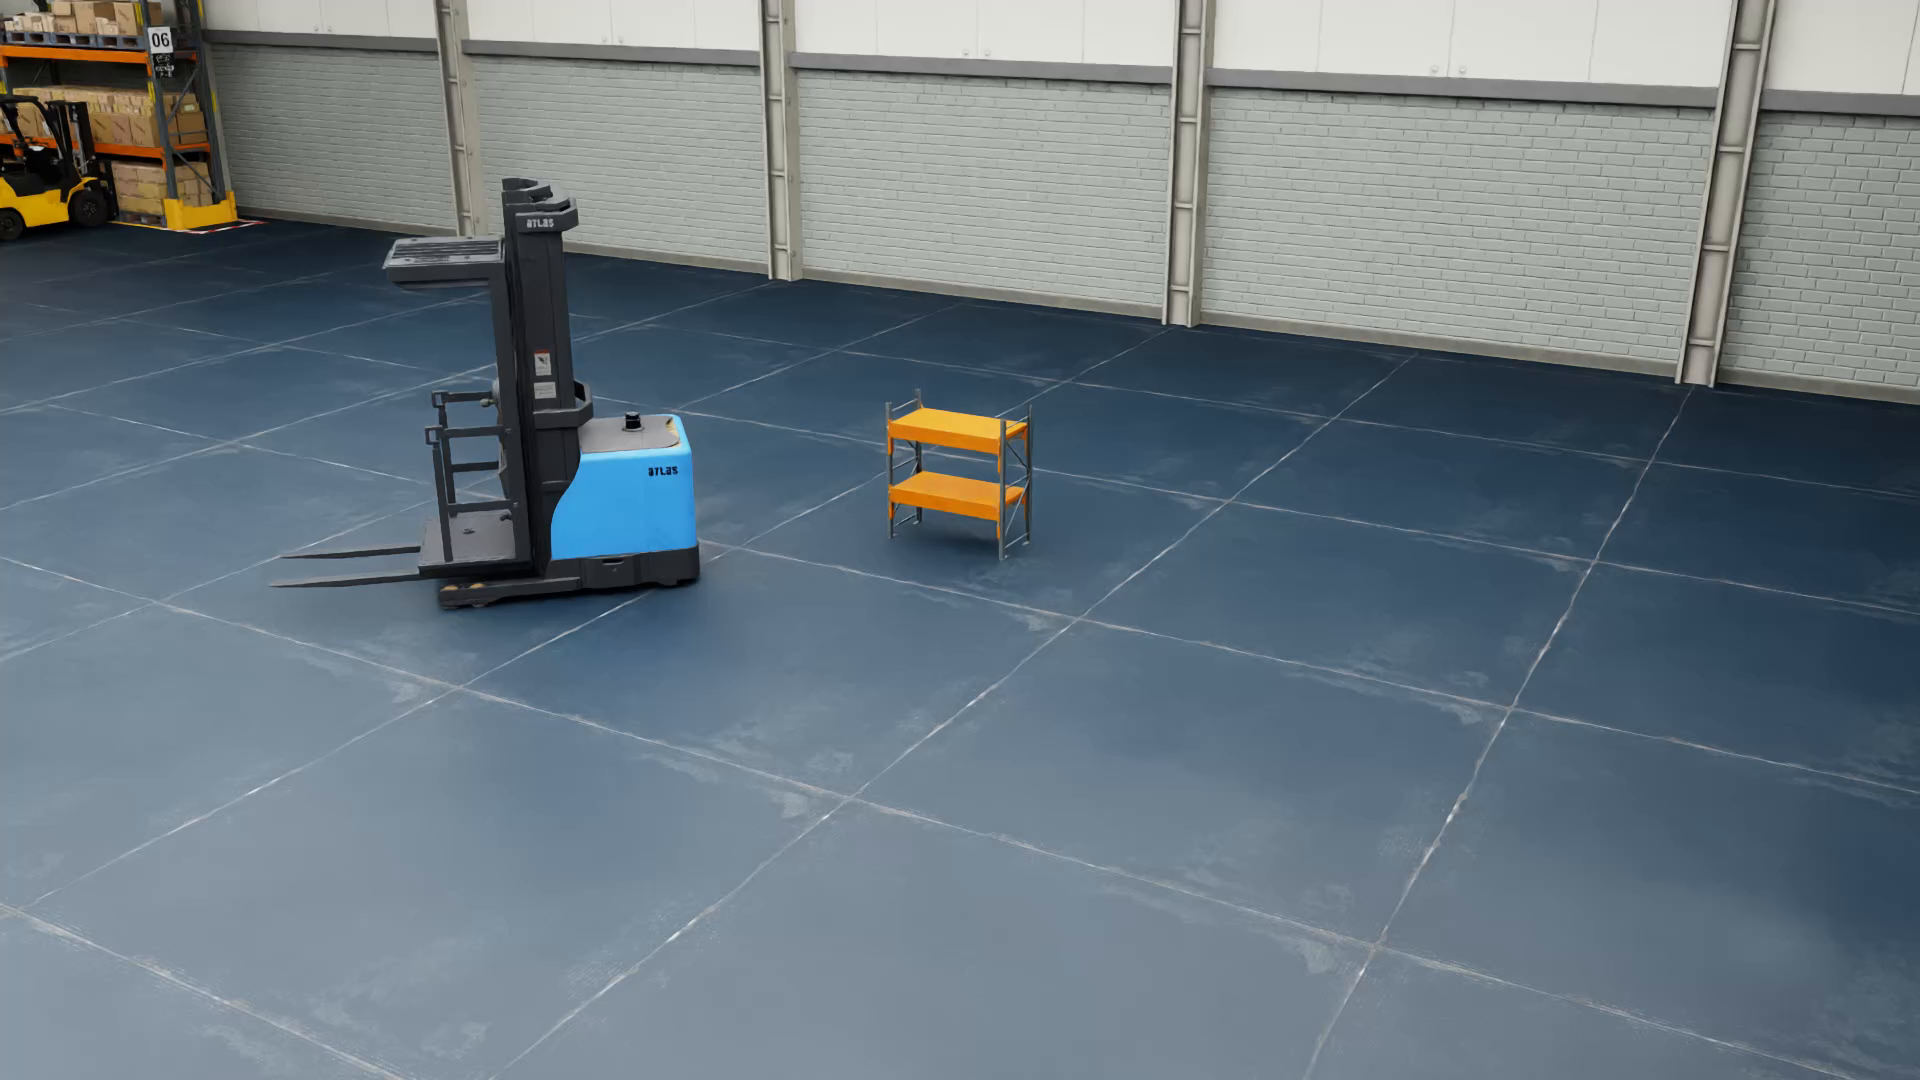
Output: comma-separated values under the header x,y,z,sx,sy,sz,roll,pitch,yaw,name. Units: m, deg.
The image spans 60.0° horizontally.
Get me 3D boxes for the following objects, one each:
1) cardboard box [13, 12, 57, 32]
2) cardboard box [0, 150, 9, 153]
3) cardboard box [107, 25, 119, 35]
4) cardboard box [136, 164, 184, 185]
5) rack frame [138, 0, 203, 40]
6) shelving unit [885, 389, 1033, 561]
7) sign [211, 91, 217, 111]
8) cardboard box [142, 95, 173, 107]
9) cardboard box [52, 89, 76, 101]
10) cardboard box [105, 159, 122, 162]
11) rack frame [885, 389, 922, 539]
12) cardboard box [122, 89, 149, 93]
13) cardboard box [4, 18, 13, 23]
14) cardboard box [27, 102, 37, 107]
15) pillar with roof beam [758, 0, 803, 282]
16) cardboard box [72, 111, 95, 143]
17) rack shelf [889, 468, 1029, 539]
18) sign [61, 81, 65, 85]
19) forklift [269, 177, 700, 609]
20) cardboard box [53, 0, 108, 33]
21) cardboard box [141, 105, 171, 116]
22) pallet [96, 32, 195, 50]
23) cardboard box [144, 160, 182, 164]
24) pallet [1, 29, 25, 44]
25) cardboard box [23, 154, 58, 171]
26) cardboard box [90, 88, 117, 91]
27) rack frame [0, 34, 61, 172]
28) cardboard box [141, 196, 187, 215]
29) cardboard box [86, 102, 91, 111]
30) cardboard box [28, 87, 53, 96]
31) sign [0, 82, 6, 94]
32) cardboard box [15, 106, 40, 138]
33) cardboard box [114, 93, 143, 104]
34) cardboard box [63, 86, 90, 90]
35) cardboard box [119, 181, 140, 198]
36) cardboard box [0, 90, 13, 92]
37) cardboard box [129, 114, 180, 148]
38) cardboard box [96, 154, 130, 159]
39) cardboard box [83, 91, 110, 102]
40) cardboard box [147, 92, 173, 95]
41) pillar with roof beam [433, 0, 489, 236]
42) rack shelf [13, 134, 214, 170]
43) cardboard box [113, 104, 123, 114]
x,y,z,sx,sy,sz,roll,pitch,yaw,name
-15.660,-8.801,28.198,0.500,0.311,0.500,11,23,28,cardboard box
-18.060,-6.819,30.633,0.625,0.625,0.875,10,22,25,cardboard box
-13.647,-8.318,27.104,0.250,0.149,0.380,10,22,26,cardboard box
-13.329,-6.093,27.712,0.500,0.250,0.500,12,23,29,cardboard box
-12.775,-9.554,26.507,0.127,3.000,1.000,11,23,27,rack frame
-0.006,-0.530,13.176,1.048,1.125,0.538,11,23,27,shelving unit
-12.499,-7.342,27.822,0.005,0.325,0.100,11,23,27,sign
-13.191,-7.223,27.343,0.250,0.149,0.380,11,23,27,cardboard box
-15.220,-7.585,28.342,0.250,0.149,0.380,10,22,26,cardboard box
-14.662,-6.343,28.403,0.500,0.250,0.500,10,22,26,cardboard box
-0.450,-0.614,13.409,0.032,1.125,0.500,11,23,27,rack frame
-14.046,-7.593,28.366,0.250,0.149,0.380,10,22,26,cardboard box
-16.913,-9.135,29.357,0.250,0.149,0.380,11,23,27,cardboard box
-15.891,-7.577,28.757,0.250,0.149,0.380,11,23,29,cardboard box
-4.567,-6.661,18.532,0.400,9.000,9.100,11,23,27,pillar with roof beam
-14.673,-7.039,28.225,0.500,0.500,0.500,11,23,28,cardboard box
-0.006,-0.300,13.260,1.000,0.278,0.538,11,23,27,rack shelf
-15.998,-8.009,29.659,0.005,0.325,0.100,11,23,27,sign
-3.521,-1.076,12.033,3.031,2.935,1.130,-5,21,-13,forklift
-14.618,-8.747,27.767,0.637,0.503,0.797,12,23,29,cardboard box
-13.215,-7.060,27.332,0.250,0.149,0.380,11,23,28,cardboard box
-13.380,-8.228,27.379,1.213,0.211,1.003,11,23,27,pallet
-13.541,-6.327,28.359,0.500,0.250,0.500,11,23,27,cardboard box
-17.044,-8.862,29.279,1.217,0.209,0.805,10,22,25,pallet
-15.998,-6.600,29.112,0.500,0.250,0.500,10,22,26,cardboard box
-14.739,-7.705,28.674,0.250,0.149,0.380,11,22,27,cardboard box
-16.267,-7.399,29.364,0.127,3.000,1.000,11,23,27,rack frame
-13.340,-5.623,27.884,0.500,0.250,0.500,11,23,28,cardboard box
-14.521,-7.335,28.088,0.250,0.149,0.380,11,22,27,cardboard box
-15.853,-7.738,28.765,0.250,0.149,0.380,11,23,28,cardboard box
-16.524,-7.743,28.731,0.005,0.325,0.100,11,23,27,sign
-16.007,-7.295,28.929,0.500,0.500,0.500,10,22,26,cardboard box
-13.844,-7.353,27.704,0.250,0.149,0.380,11,23,28,cardboard box
-15.405,-7.834,29.028,0.250,0.149,0.380,11,22,27,cardboard box
-13.785,-5.948,28.048,0.500,0.250,0.500,11,22,27,cardboard box
-17.129,-8.012,29.955,0.250,0.149,0.380,11,22,27,cardboard box
-13.333,-6.785,27.523,0.500,0.500,0.500,10,22,26,cardboard box
-14.859,-6.582,29.061,0.500,0.250,0.500,11,23,28,cardboard box
-14.533,-7.476,28.042,0.250,0.149,0.380,11,23,28,cardboard box
-13.414,-7.438,27.938,0.250,0.149,0.380,11,23,28,cardboard box
-9.805,-7.659,21.282,0.400,9.000,9.100,11,23,27,pillar with roof beam
-14.521,-6.728,28.570,4.000,0.370,1.077,11,23,27,rack shelf
-13.860,-7.200,27.717,0.250,0.149,0.380,11,22,27,cardboard box
